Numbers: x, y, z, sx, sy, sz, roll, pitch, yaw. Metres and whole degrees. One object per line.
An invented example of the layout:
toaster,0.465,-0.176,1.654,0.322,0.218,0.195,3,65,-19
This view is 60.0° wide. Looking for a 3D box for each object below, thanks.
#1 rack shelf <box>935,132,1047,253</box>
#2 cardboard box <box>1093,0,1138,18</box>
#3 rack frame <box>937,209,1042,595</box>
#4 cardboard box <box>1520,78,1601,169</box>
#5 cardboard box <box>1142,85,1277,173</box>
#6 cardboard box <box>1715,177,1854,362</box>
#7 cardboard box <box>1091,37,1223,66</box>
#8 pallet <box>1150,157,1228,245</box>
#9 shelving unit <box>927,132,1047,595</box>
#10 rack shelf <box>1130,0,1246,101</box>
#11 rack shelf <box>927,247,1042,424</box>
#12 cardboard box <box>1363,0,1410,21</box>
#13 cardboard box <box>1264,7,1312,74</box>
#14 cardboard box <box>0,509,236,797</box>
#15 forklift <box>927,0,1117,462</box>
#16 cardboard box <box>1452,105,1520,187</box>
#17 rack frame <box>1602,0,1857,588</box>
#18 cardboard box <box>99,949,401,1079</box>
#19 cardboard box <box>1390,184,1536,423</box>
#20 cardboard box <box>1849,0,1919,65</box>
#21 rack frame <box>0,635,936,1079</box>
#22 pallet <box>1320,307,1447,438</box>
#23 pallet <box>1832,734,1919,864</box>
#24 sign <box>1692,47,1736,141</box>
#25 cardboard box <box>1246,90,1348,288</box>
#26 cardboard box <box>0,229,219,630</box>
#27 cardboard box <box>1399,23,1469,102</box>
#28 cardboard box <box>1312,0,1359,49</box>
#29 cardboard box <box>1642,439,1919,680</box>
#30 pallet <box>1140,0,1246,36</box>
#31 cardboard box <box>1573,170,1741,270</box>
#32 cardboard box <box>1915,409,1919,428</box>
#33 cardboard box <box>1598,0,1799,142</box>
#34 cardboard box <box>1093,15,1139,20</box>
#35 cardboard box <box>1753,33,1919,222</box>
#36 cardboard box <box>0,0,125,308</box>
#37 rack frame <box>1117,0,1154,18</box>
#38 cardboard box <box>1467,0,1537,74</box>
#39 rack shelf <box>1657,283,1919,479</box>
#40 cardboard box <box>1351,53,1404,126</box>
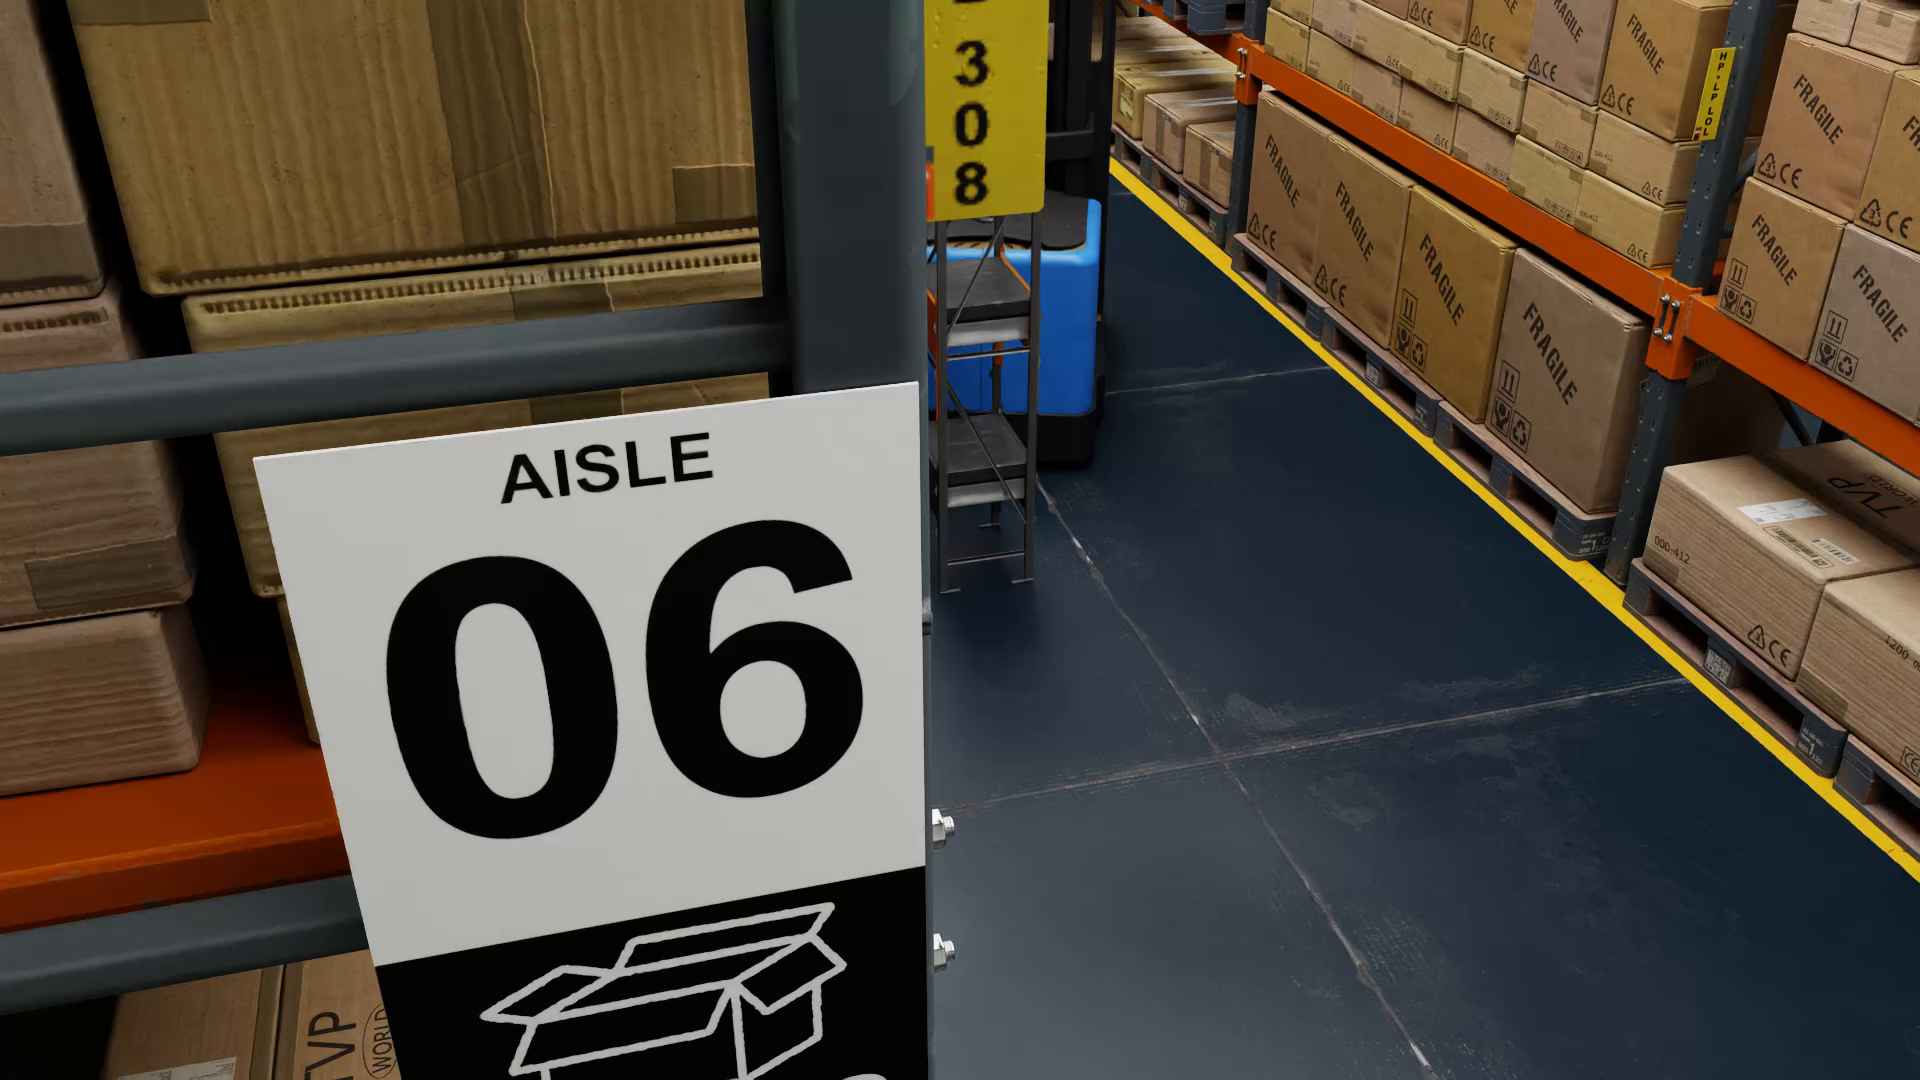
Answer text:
rack shelf,0.044,-1.423,6.242,0.431,0.518,0.480,-8,31,-13
cardboard box,1.186,-4.695,13.945,0.500,0.500,0.500,-6,31,-11
rack frame,0.109,-0.711,6.382,0.400,2.100,0.015,-8,31,-13
cardboard box,2.714,-1.767,6.959,0.500,0.250,0.500,-7,31,-12
cardboard box,1.800,-2.800,11.298,0.950,0.372,0.625,-8,31,-14
cardboard box,3.078,-0.976,5.843,0.500,0.500,0.500,-7,31,-12
cardboard box,1.418,-3.503,12.512,0.950,0.372,0.625,-6,31,-10
pallet,1.938,-2.297,11.008,1.003,0.211,1.213,-8,31,-13
shelving unit,0.044,-0.829,6.586,0.431,2.100,0.503,-8,31,-13
rack shelf,1.613,-3.781,11.506,1.077,0.370,4.000,-8,31,-13
rack shelf,0.044,-0.817,6.593,0.431,0.518,0.480,-8,31,-13
cardboard box,2.302,-2.841,8.067,0.500,0.500,0.500,-7,31,-12
cardboard box,2.031,-2.792,9.228,0.500,0.250,0.500,-8,31,-14
cardboard box,-0.825,0.086,1.364,0.380,0.149,0.250,-7,31,-12
forklift,0.230,-2.342,8.371,1.130,2.935,3.031,3,30,4
cardboard box,2.594,-1.805,7.524,0.500,0.250,0.500,-9,31,-15
rack frame,3.206,-1.194,6.319,1.000,3.000,0.127,-8,31,-13
cardboard box,-1.031,0.899,2.555,0.500,0.250,0.500,-8,31,-13
cardboard box,2.717,-1.181,7.997,0.875,0.875,0.875,-7,31,-12
cardboard box,3.123,-1.643,5.348,0.380,0.149,0.250,-7,31,-13
rack frame,-0.517,1.399,1.838,1.000,3.000,0.127,-8,31,-13
pallet,2.601,-0.941,8.664,1.003,0.211,1.213,-8,31,-13
pallet,3.659,0.980,5.345,1.003,0.211,1.213,-8,31,-13
sign,2.685,-1.584,5.916,0.100,0.325,0.005,-8,31,-13
cardboard box,2.247,-2.044,9.489,0.875,0.875,0.875,-8,31,-14
cardboard box,-0.898,-0.141,1.359,0.500,0.250,0.500,-8,31,-14
cardboard box,2.419,-2.261,7.813,0.500,0.250,0.500,-7,31,-12
cardboard box,2.176,-2.751,8.658,0.500,0.250,0.500,-7,31,-12
cardboard box,3.269,0.050,6.307,0.875,0.438,0.875,-8,31,-14
pallet,1.852,-3.373,10.275,1.213,0.211,1.003,-8,31,-13
cardboard box,2.843,-1.313,6.673,0.500,0.250,0.500,-9,31,-14
cardboard box,3.333,-0.492,5.005,0.500,0.500,0.500,-8,31,-13
cardboard box,2.845,-1.853,6.359,0.500,0.500,0.500,-7,31,-12
cardboard box,1.186,-4.371,14.133,0.500,0.250,0.500,-9,31,-16
cardboard box,3.098,-1.408,5.591,0.500,0.500,0.500,-8,31,-13
cardboard box,-0.905,-0.357,1.231,0.500,0.250,0.500,-9,31,-15
rack frame,1.082,-5.058,12.995,1.000,3.000,0.127,-8,31,-13
cardboard box,2.585,-2.349,7.217,0.500,0.500,0.500,-7,31,-12
rack shelf,3.736,0.083,4.831,1.077,0.370,4.000,-8,31,-13
cardboard box,2.318,-2.292,8.365,0.500,0.250,0.500,-7,31,-12
